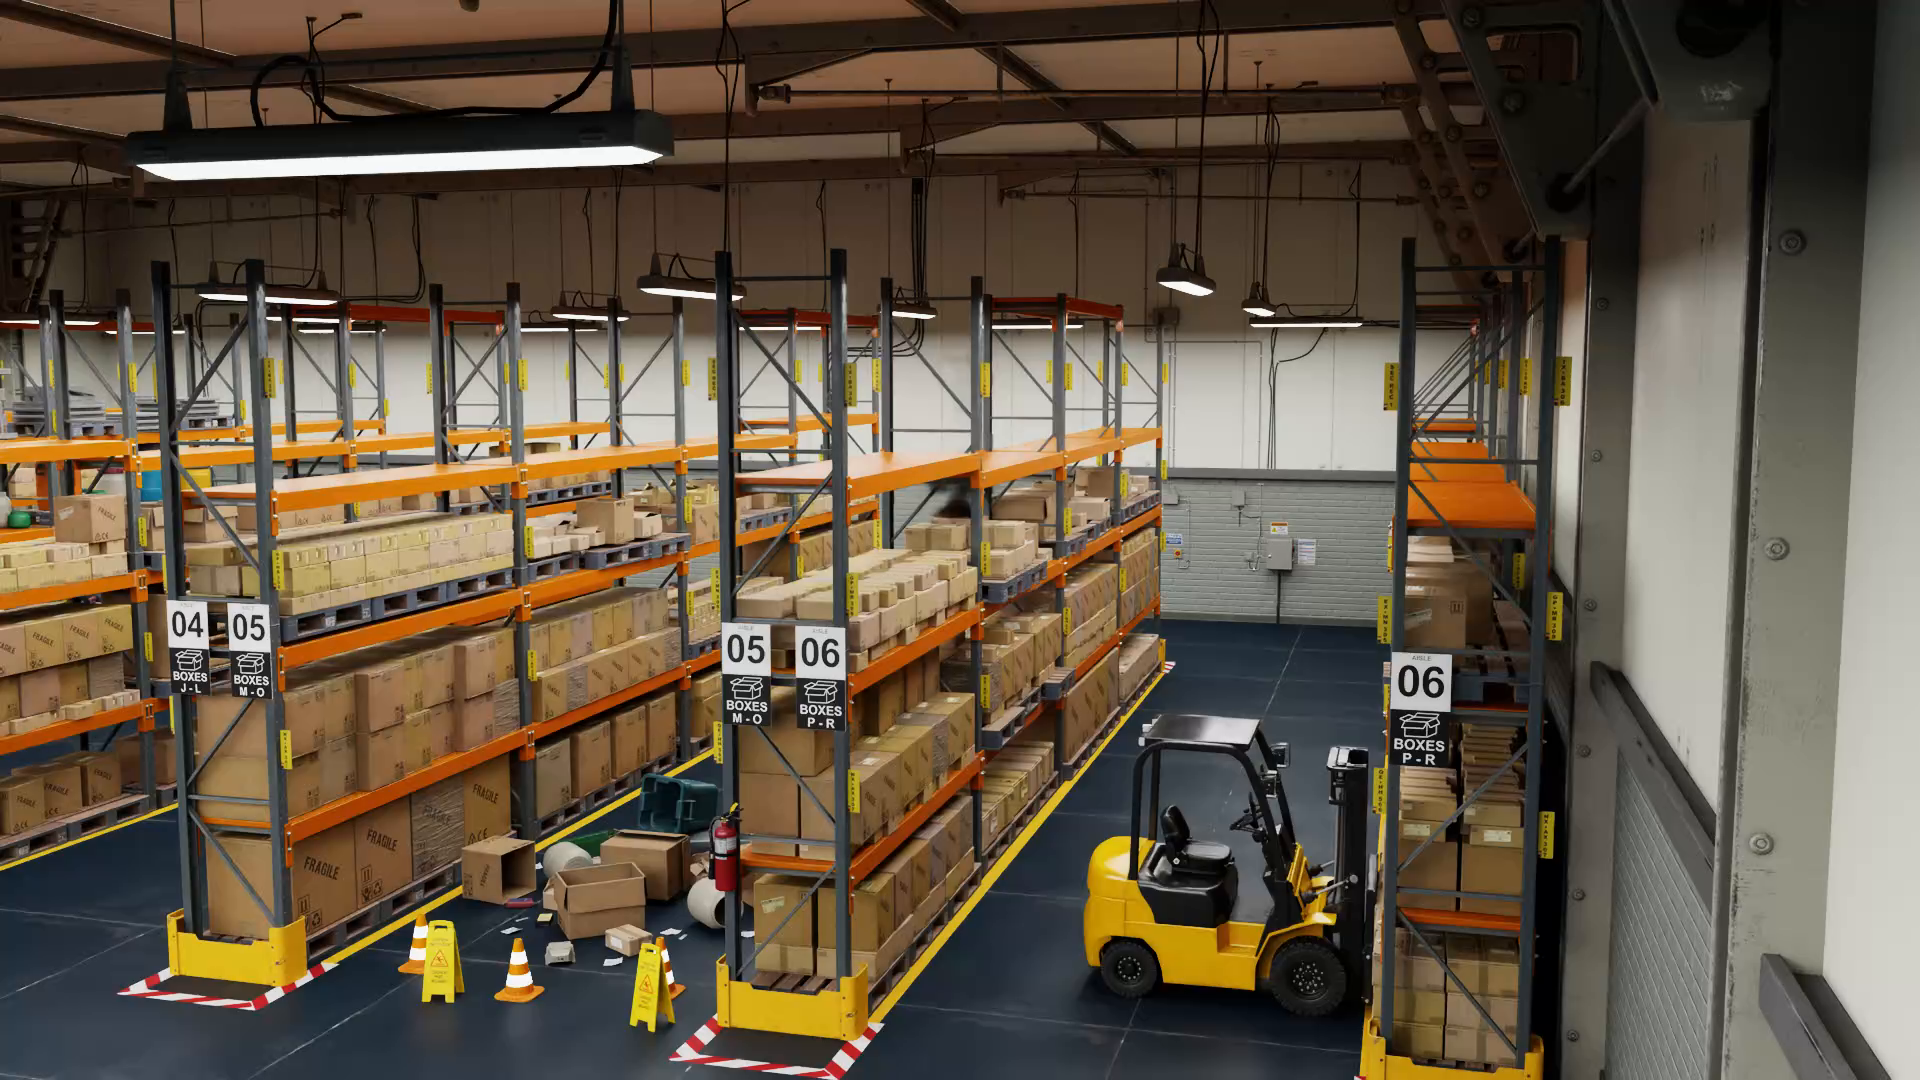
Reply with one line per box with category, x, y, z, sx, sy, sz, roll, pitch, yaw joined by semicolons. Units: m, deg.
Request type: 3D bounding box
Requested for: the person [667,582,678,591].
person;-4.560;1.513;26.652;0.531;1.700;0.882;2;6;18
